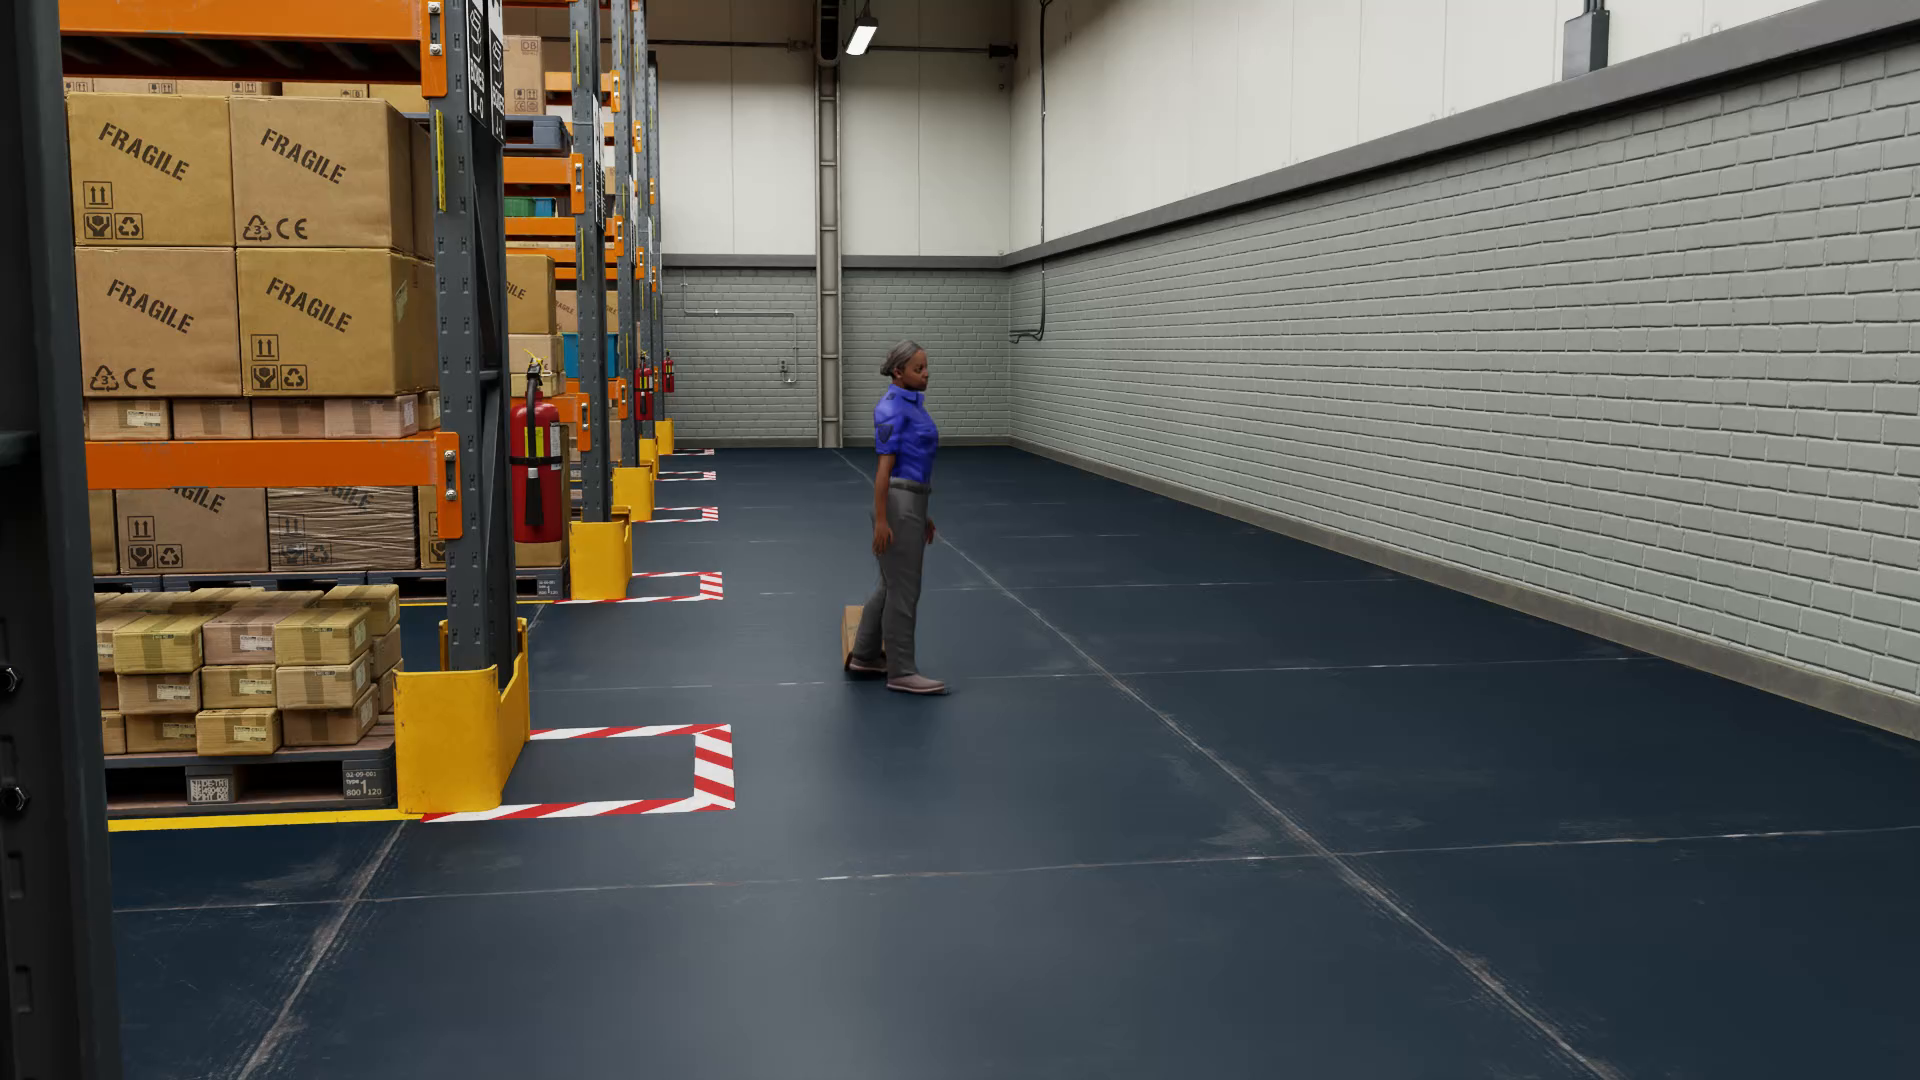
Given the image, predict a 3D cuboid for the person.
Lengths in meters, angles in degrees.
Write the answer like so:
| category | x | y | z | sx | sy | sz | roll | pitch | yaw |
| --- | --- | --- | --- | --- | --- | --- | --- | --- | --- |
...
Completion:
| category | x | y | z | sx | sy | sz | roll | pitch | yaw |
| --- | --- | --- | --- | --- | --- | --- | --- | --- | --- |
| person | -0.300 | -0.123 | 7.904 | 0.522 | 1.648 | 0.662 | 1 | 7 | 9 |
